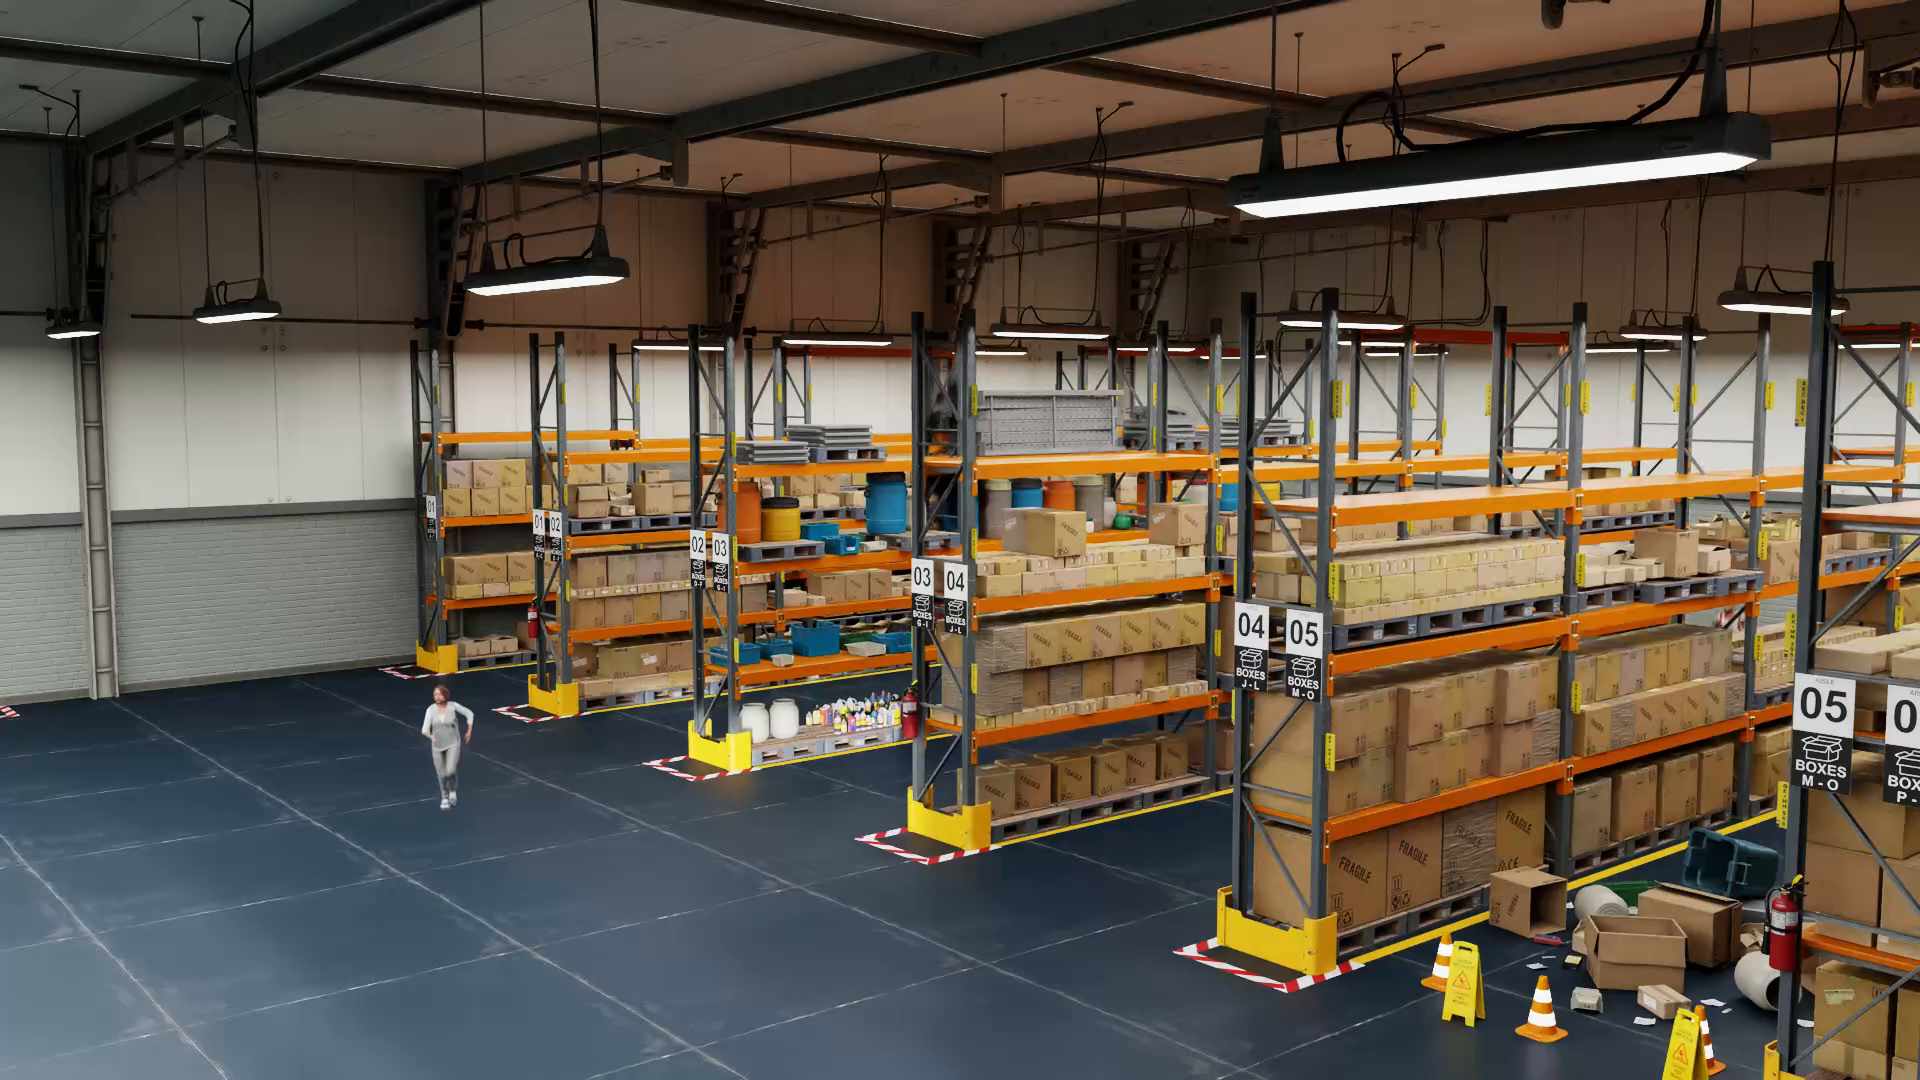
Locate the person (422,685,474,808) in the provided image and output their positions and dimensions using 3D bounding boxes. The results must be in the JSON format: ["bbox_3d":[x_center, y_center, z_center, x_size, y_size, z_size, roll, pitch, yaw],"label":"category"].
[{"bbox_3d":[-6.195,2.520,20.094,0.560,1.555,0.740,0,5,-4],"label":"person"}]

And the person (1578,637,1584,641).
[{"bbox_3d":[8.423,2.200,22.605,0.925,1.842,0.672,-4,7,-39],"label":"person"}]

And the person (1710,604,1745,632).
[{"bbox_3d":[12.655,1.781,27.291,0.711,1.727,0.601,5,7,40],"label":"person"}]

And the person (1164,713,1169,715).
[{"bbox_3d":[3.382,1.756,25.211,0.582,1.733,0.746,4,7,39],"label":"person"}]
